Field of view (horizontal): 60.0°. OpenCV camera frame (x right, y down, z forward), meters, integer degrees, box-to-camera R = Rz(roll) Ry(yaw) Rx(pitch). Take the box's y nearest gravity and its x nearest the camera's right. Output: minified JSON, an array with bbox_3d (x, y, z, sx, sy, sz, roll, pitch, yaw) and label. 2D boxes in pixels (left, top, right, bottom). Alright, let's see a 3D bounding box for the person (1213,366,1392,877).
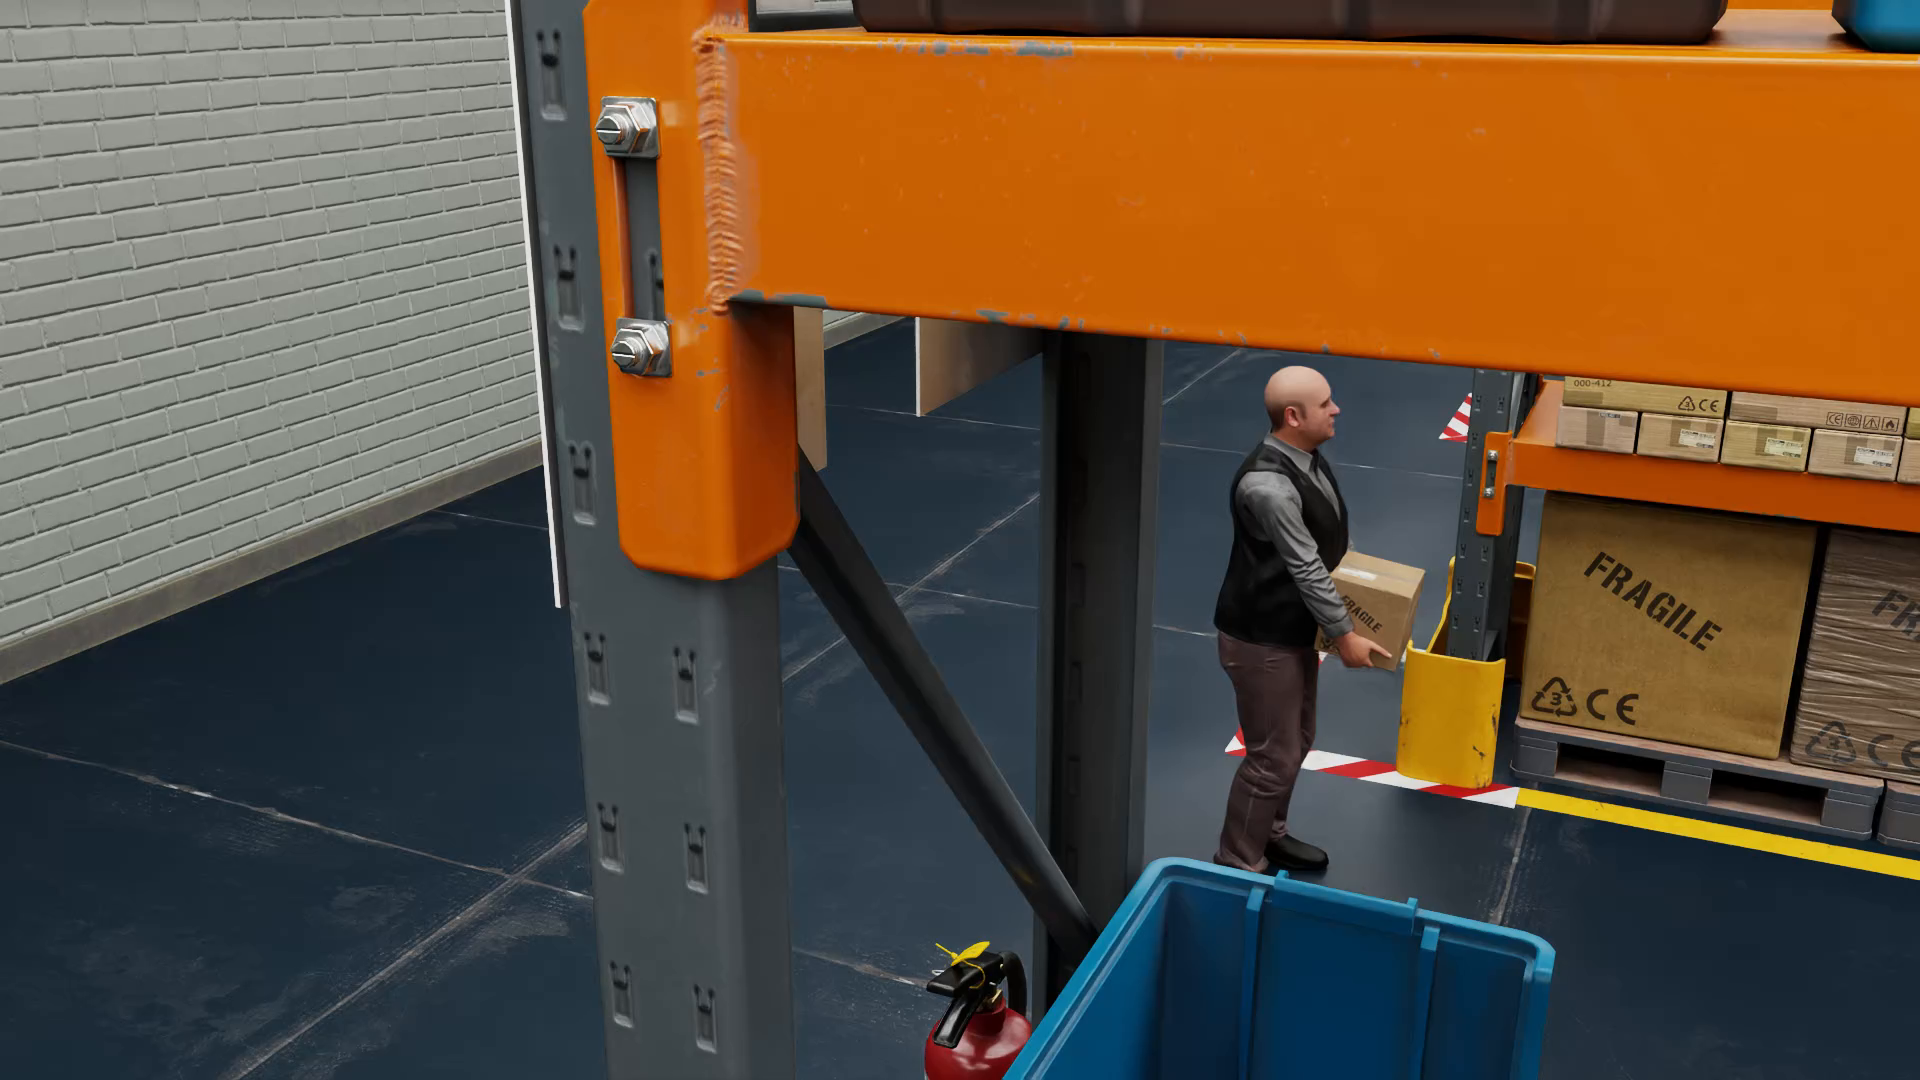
[{"bbox_3d":[1.099,0.311,5.204,0.540,1.721,0.495,8,20,22],"label":"person"}]
